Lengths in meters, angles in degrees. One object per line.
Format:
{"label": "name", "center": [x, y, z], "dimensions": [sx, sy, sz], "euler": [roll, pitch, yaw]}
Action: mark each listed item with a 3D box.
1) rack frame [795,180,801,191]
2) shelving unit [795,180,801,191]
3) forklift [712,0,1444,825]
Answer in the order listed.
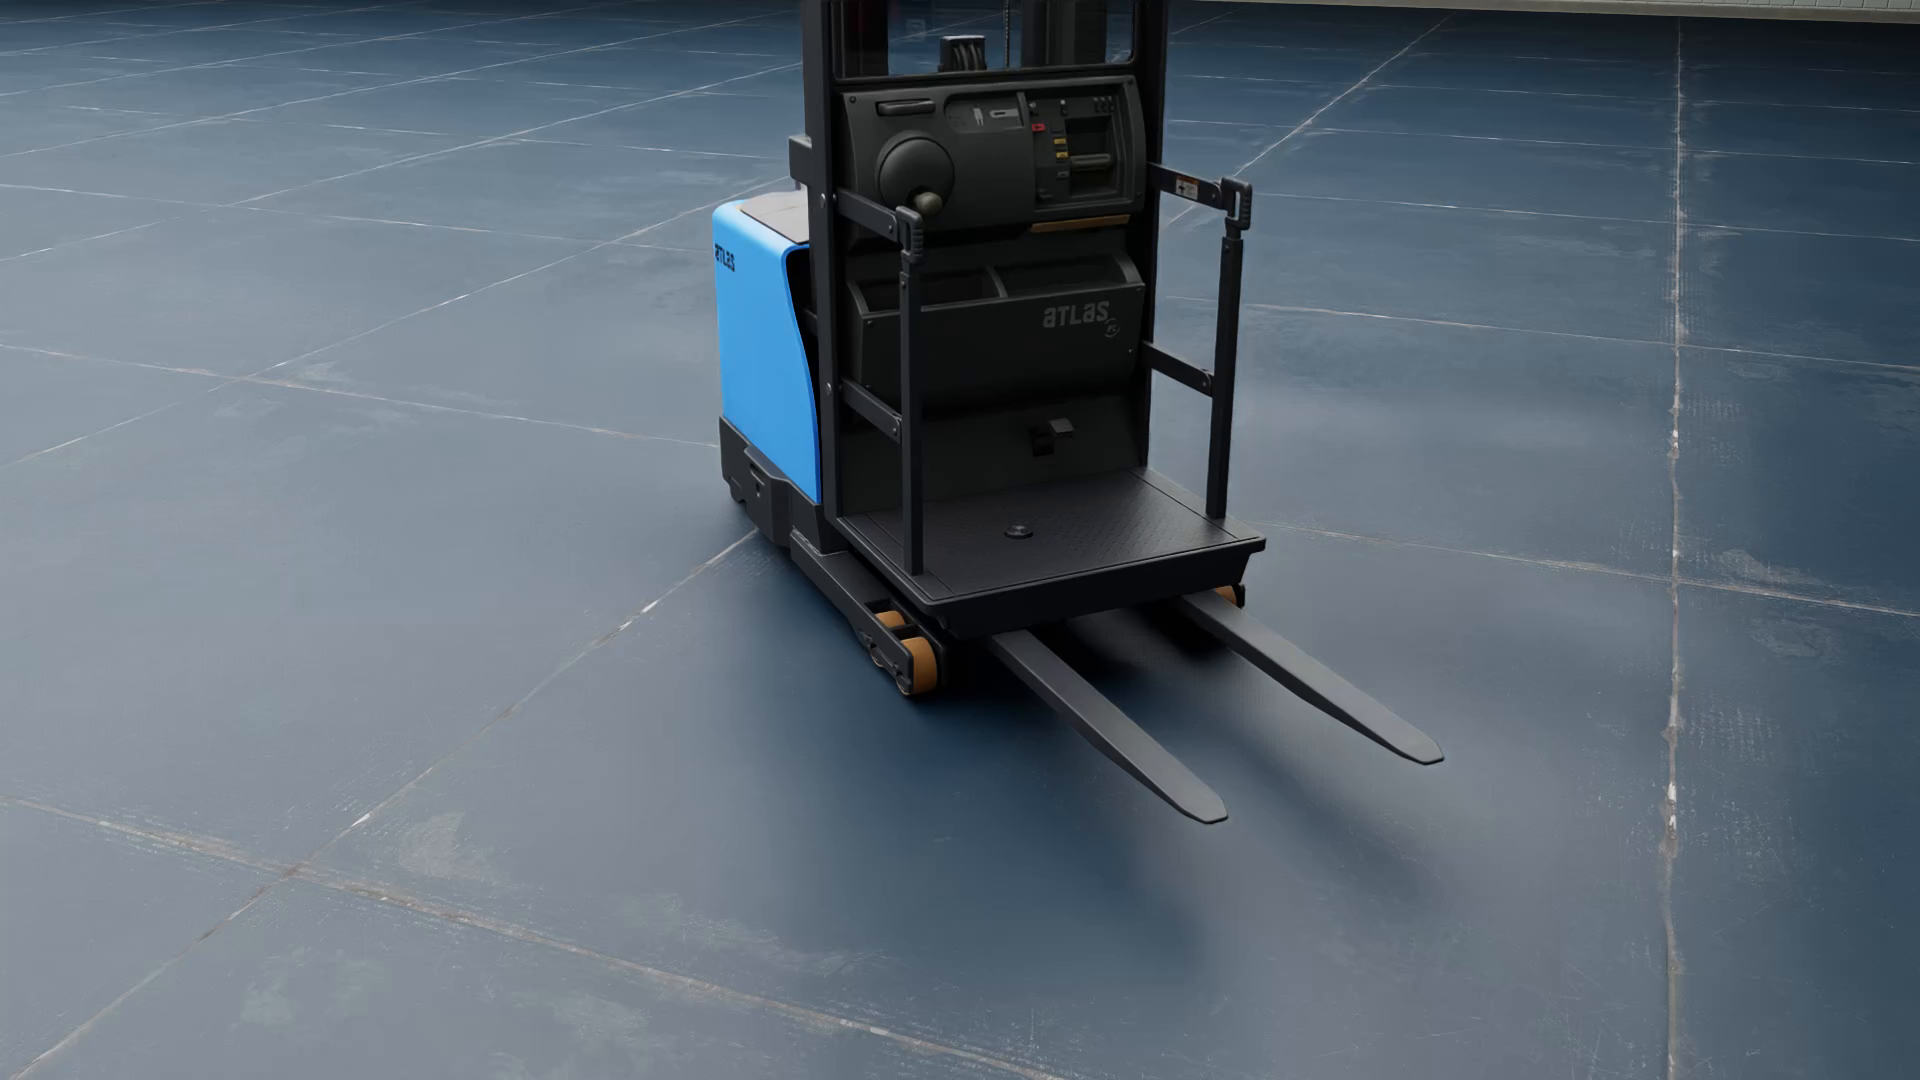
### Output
{"label": "rack frame", "center": [-0.499, -0.904, 6.358], "dimensions": [0.240, 1.200, 0.006], "euler": [-10, 25, -23]}
{"label": "shelving unit", "center": [-0.461, -0.872, 6.281], "dimensions": [0.258, 1.200, 0.189], "euler": [-10, 25, -23]}
{"label": "forklift", "center": [0.206, -1.104, 4.590], "dimensions": [1.130, 2.935, 3.031], "euler": [-10, 25, -23]}
